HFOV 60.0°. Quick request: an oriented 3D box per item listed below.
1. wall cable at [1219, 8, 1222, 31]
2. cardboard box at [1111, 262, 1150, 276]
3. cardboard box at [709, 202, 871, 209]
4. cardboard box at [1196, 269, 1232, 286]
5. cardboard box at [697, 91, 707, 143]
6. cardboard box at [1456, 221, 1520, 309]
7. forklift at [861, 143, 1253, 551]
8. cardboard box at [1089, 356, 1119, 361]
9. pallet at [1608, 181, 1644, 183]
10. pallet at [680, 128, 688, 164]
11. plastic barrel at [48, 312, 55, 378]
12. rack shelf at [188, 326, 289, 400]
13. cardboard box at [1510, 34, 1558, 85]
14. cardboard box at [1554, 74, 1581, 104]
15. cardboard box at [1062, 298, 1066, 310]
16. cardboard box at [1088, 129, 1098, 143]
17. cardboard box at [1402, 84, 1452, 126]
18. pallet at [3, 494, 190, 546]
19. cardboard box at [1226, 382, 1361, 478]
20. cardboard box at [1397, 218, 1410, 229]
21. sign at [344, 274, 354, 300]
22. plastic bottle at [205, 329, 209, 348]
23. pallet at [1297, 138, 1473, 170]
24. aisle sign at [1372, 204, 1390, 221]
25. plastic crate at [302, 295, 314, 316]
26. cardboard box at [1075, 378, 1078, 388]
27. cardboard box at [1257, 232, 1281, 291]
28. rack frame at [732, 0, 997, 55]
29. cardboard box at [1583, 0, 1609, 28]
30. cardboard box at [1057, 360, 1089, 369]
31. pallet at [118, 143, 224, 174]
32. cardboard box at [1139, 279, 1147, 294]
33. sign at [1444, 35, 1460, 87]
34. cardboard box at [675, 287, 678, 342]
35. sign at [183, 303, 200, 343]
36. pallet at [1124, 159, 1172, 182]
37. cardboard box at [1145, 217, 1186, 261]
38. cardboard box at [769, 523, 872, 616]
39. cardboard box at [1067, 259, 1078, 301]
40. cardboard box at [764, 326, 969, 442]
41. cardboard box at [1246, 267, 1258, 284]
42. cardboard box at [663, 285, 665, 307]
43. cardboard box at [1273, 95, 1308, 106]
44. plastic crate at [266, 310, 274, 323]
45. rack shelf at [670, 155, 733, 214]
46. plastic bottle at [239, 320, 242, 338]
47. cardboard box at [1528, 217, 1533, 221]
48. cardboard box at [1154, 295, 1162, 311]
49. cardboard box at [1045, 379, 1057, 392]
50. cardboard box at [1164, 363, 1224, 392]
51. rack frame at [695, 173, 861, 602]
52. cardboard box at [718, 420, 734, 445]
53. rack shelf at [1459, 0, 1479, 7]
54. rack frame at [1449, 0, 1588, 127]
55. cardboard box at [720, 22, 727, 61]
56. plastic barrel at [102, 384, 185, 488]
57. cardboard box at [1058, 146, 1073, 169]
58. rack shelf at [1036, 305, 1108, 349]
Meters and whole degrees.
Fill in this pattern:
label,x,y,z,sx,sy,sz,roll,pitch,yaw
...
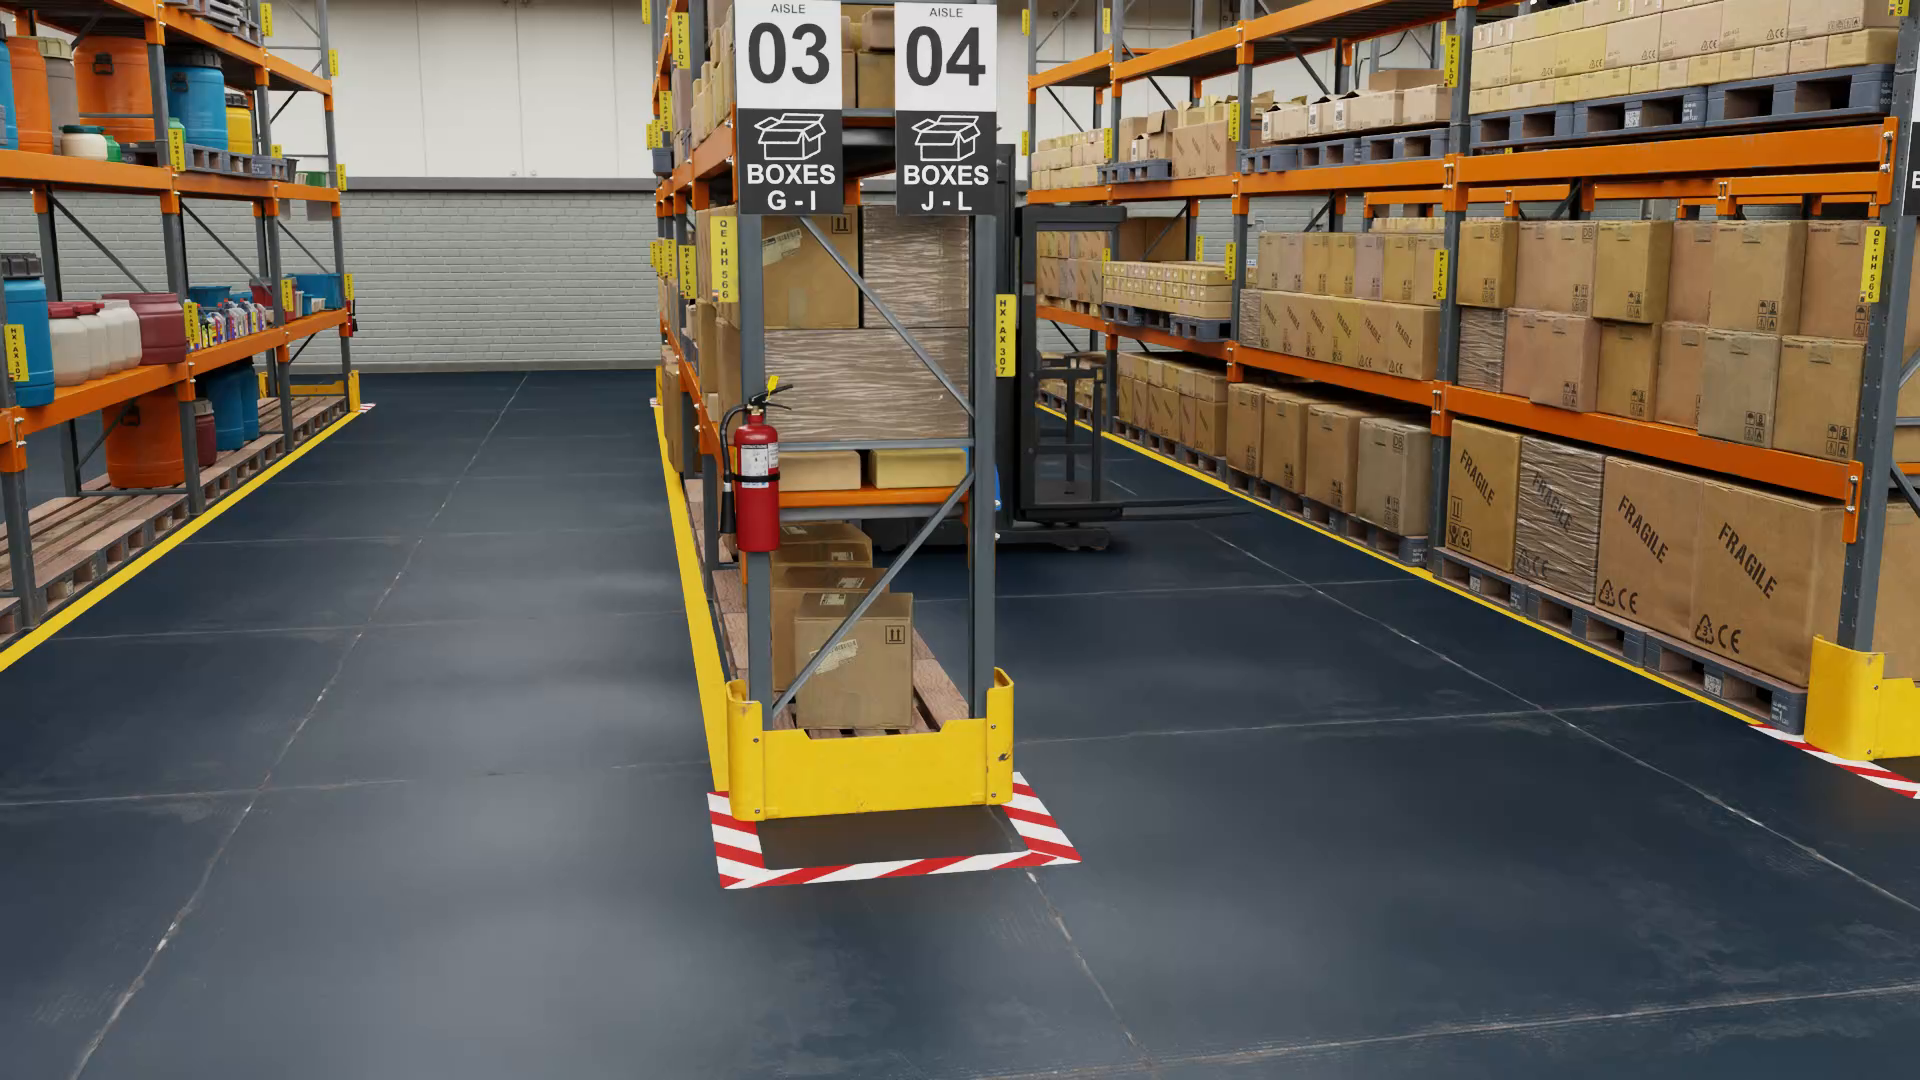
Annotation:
label,x,y,z,sx,sy,sz,roll,pitch,yaw
wall cable,5.605,-7.675,28.953,2.355,3.000,0.029,-2,11,-11
cardboard box,1.877,-2.971,18.242,0.380,0.149,0.250,-2,11,-9
cardboard box,-1.154,-1.759,11.186,1.000,1.000,1.000,-2,11,-11
cardboard box,2.425,-2.451,15.507,0.380,0.149,0.250,-3,11,-13
cardboard box,-1.107,-2.226,8.750,0.500,0.250,0.500,-3,11,-13
cardboard box,3.786,-1.804,10.862,0.875,0.550,0.550,-2,11,-11
forklift,0.676,-1.456,12.508,3.031,2.935,1.130,-1,11,-7
cardboard box,1.921,-2.339,21.873,0.380,0.149,0.250,-3,11,-13
pallet,7.408,-3.903,17.661,1.003,0.211,1.213,-2,11,-8
pallet,-1.358,-2.795,11.840,1.213,0.211,1.003,-2,11,-11
plastic barrel,-5.967,-1.177,10.494,0.433,0.535,0.433,0,11,0
rack shelf,-7.163,-1.674,15.392,1.077,0.370,4.000,-2,11,-11
cardboard box,3.668,-2.878,9.986,0.500,0.250,0.500,-2,11,-11
cardboard box,3.685,-2.608,9.638,0.380,0.149,0.250,-2,11,-12
cardboard box,1.509,-2.990,21.058,0.380,0.149,0.250,-2,11,-9
cardboard box,1.712,-4.716,19.427,0.380,0.149,0.250,-2,11,-11
cardboard box,3.453,-3.048,11.674,0.500,0.250,0.500,-2,11,-10
pallet,-6.661,-0.147,12.904,1.003,0.211,1.213,-2,11,-11
cardboard box,3.000,-0.988,14.761,1.050,0.750,0.750,-2,11,-12
cardboard box,6.175,-4.307,22.626,0.380,0.149,0.250,-2,11,-13
sign,-7.793,-3.231,21.211,0.100,0.325,0.005,-2,11,-11
plastic bottle,-6.652,-1.785,14.586,0.097,0.201,0.097,0,11,0
pallet,3.367,-3.062,13.244,1.003,0.211,1.213,-2,11,-8
aisle sign,5.951,-4.948,23.717,0.394,0.787,0.004,-2,11,-11
plastic crate,-7.679,-2.707,19.186,0.416,0.233,0.300,-2,11,-11
cardboard box,1.631,-1.977,20.768,0.380,0.149,0.250,-3,11,-14
cardboard box,3.047,-2.460,14.656,0.700,0.500,0.500,-2,11,-11
rack frame,-0.359,-3.320,6.074,1.000,3.000,0.127,-2,11,-11
cardboard box,3.734,-2.953,9.317,0.380,0.149,0.250,-2,11,-11
cardboard box,1.458,-2.218,21.240,0.380,0.149,0.250,-2,11,-10
pallet,-6.826,-3.185,13.890,1.003,0.211,1.213,-2,11,-11
cardboard box,2.077,-2.635,17.274,0.380,0.149,0.250,-2,11,-12
sign,3.217,-3.129,10.868,0.100,0.325,0.005,-2,11,-11
cardboard box,-2.346,-2.063,15.244,0.500,0.500,0.500,-2,11,-12
sign,-6.235,-1.762,13.494,0.100,0.325,0.005,-2,11,-11
pallet,2.412,-3.810,17.171,1.213,0.211,1.003,-2,11,-11
cardboard box,2.343,-3.514,19.399,0.500,0.500,0.500,-2,11,-10
cardboard box,-0.782,0.205,9.157,0.500,0.500,0.500,-3,11,-16
cardboard box,1.625,-3.196,20.403,0.500,0.500,0.500,-2,11,-11
cardboard box,-0.439,-0.670,7.133,0.875,0.500,0.500,-2,11,-11
cardboard box,2.972,-2.564,16.100,0.380,0.149,0.250,-2,11,-11
cardboard box,-3.140,-2.813,19.058,0.500,0.250,0.500,-2,11,-9
cardboard box,3.061,-4.080,15.772,0.396,0.266,0.258,-2,11,-11
plastic crate,-7.502,-2.384,17.746,0.396,0.136,0.243,-2,11,-11
rack shelf,-1.526,-2.594,12.203,1.077,0.370,4.000,-2,11,-11
plastic bottle,-6.913,-2.031,15.878,0.097,0.201,0.097,0,11,0
cardboard box,7.155,-3.907,20.525,0.380,0.149,0.250,-2,11,-10
cardboard box,2.178,-2.394,16.802,0.380,0.149,0.250,-2,11,-9
cardboard box,1.330,-2.026,21.822,0.380,0.149,0.250,-2,11,-10
cardboard box,2.387,-1.651,16.904,0.500,0.250,0.500,-2,11,-10
rack frame,-1.137,-1.107,10.489,1.000,3.000,0.127,-2,11,-11
cardboard box,-1.012,-0.566,8.319,0.380,0.149,0.250,-2,11,-11
rack shelf,4.137,-3.299,8.956,1.077,0.370,4.000,-2,11,-11
rack frame,3.748,-4.216,10.778,1.000,3.000,0.127,-2,11,-11
cardboard box,-0.816,-2.107,7.055,0.380,0.149,0.250,-3,11,-13
plastic barrel,-6.885,-0.890,14.029,0.600,0.830,0.708,-2,11,-11
cardboard box,1.533,-4.743,20.638,0.500,0.250,0.500,-3,11,-13
rack shelf,1.803,-2.749,21.043,1.077,0.370,4.000,-2,11,-11
